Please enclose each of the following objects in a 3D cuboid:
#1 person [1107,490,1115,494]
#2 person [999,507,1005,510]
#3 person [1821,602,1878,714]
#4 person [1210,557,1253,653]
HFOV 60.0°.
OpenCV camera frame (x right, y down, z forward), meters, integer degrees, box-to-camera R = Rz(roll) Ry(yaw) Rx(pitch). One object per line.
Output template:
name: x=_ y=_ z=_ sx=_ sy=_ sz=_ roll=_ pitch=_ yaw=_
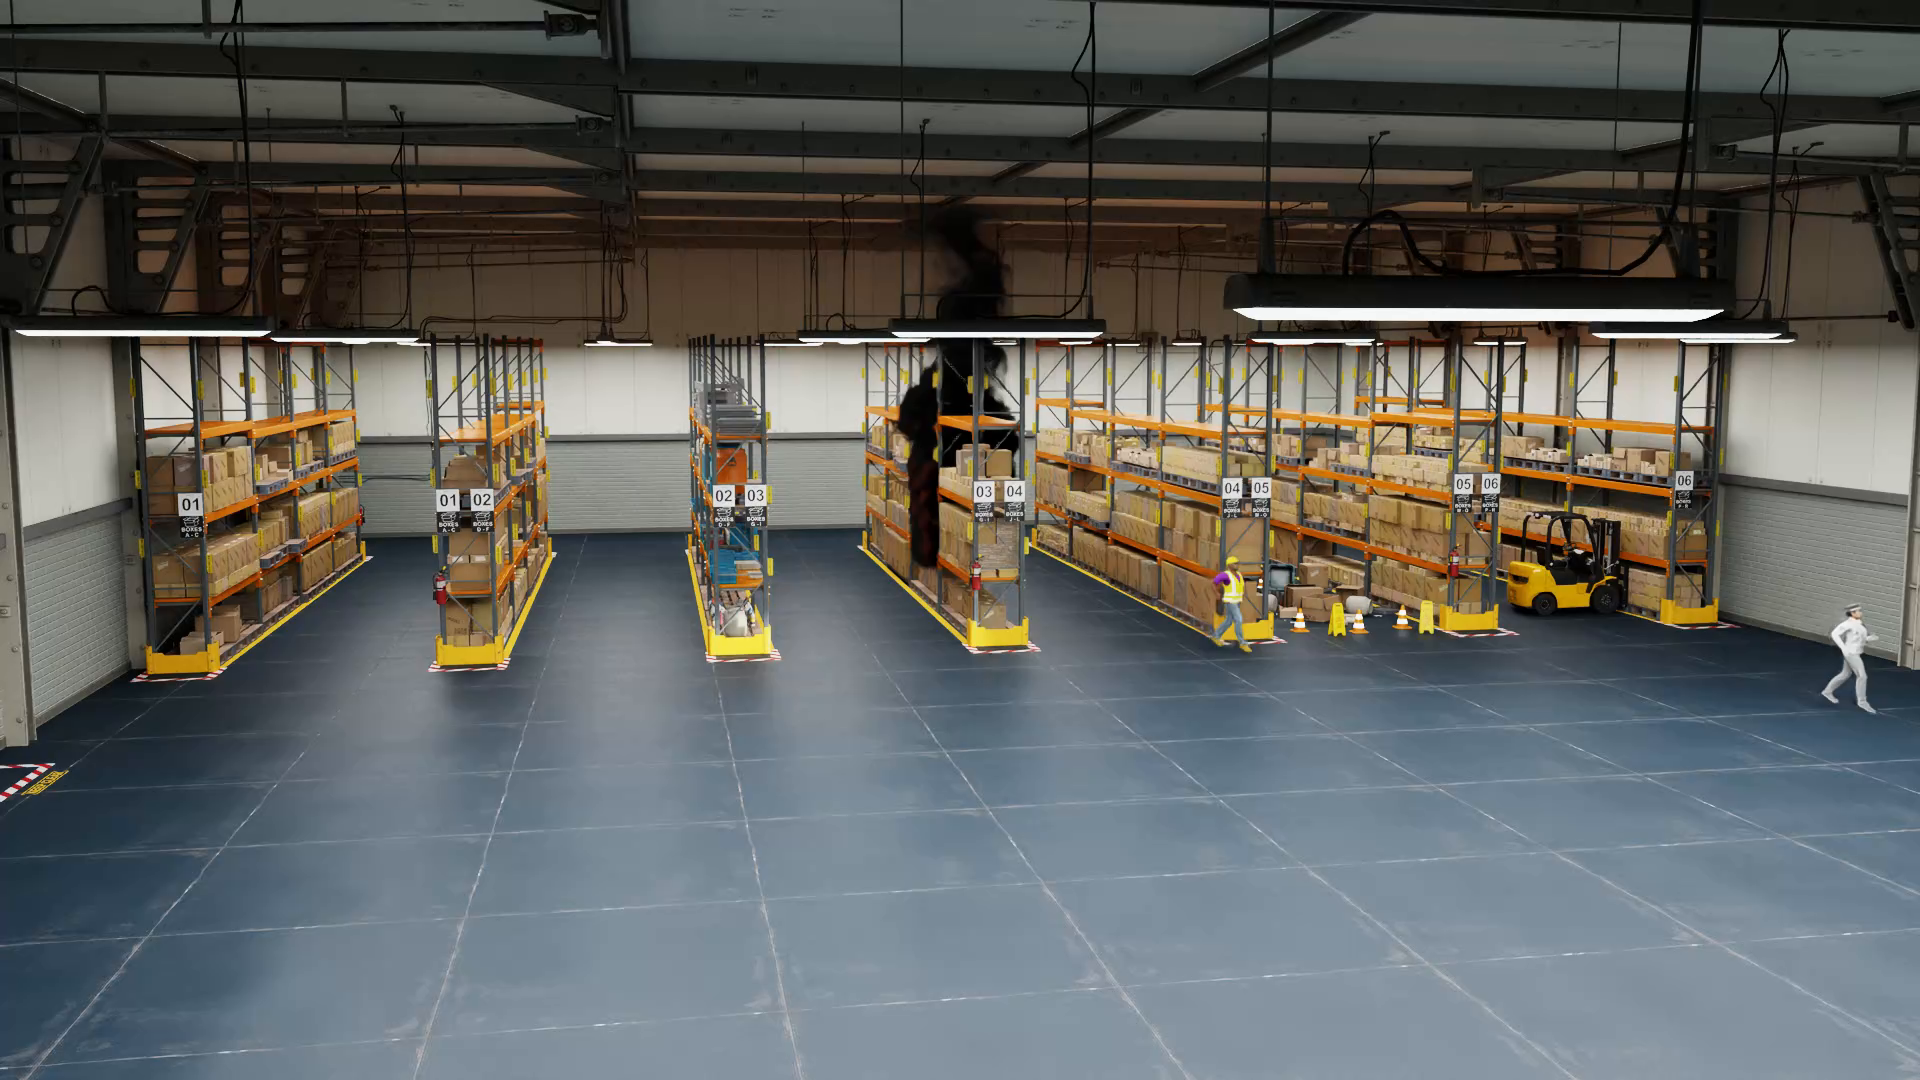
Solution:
person: x=4.341 y=-0.641 z=48.400 sx=0.605 sy=1.659 sz=0.535 roll=-3 pitch=7 yaw=-25
person: x=1.068 y=-0.572 z=47.974 sx=0.680 sy=1.650 sz=0.649 roll=1 pitch=7 yaw=5
person: x=14.203 y=1.844 z=26.470 sx=0.809 sy=1.733 sz=0.591 roll=6 pitch=9 yaw=41
person: x=5.226 y=1.201 z=31.674 sx=0.938 sy=1.769 sz=0.768 roll=5 pitch=8 yaw=36
